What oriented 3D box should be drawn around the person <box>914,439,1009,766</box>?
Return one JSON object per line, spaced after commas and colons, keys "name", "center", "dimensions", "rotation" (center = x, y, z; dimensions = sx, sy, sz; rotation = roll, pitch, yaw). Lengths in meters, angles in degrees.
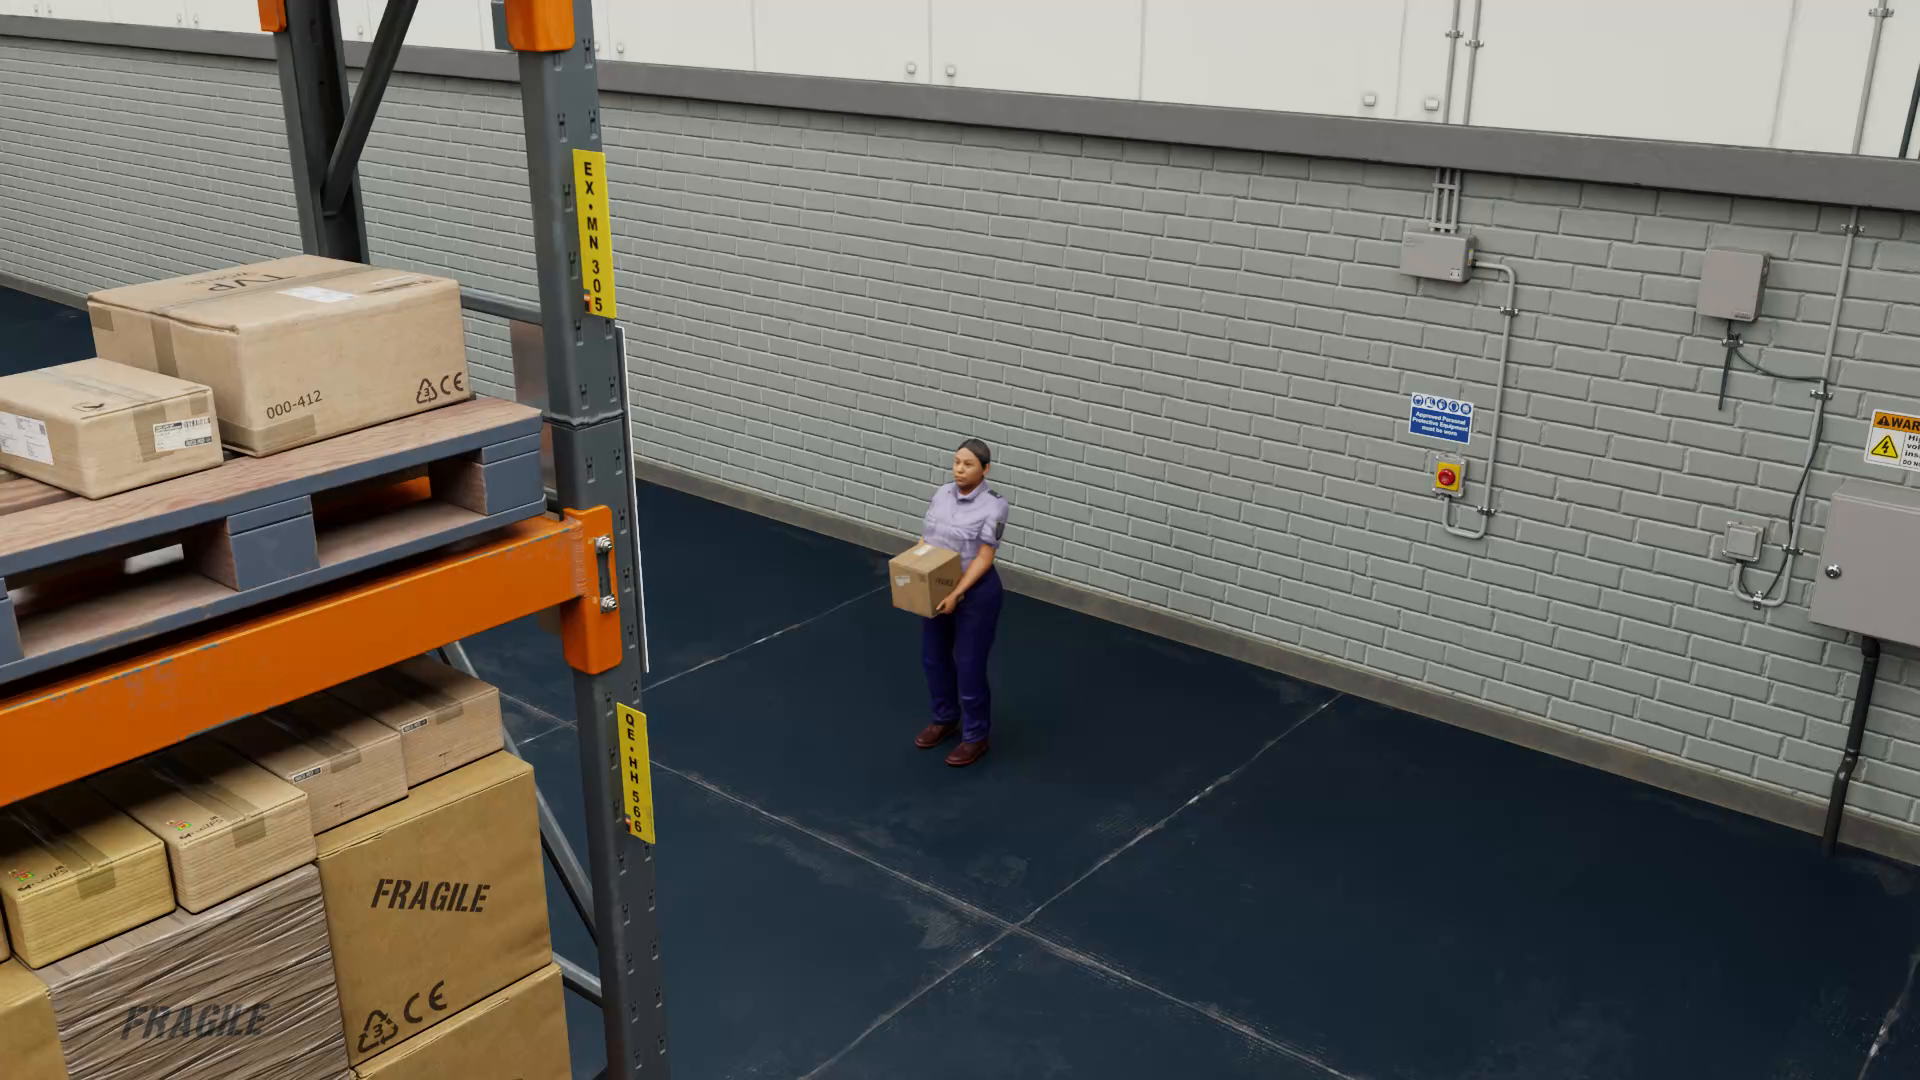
{"name": "person", "center": [-0.039, 0.312, 8.272], "dimensions": [0.452, 1.635, 0.524], "rotation": [16, 26, 37]}
